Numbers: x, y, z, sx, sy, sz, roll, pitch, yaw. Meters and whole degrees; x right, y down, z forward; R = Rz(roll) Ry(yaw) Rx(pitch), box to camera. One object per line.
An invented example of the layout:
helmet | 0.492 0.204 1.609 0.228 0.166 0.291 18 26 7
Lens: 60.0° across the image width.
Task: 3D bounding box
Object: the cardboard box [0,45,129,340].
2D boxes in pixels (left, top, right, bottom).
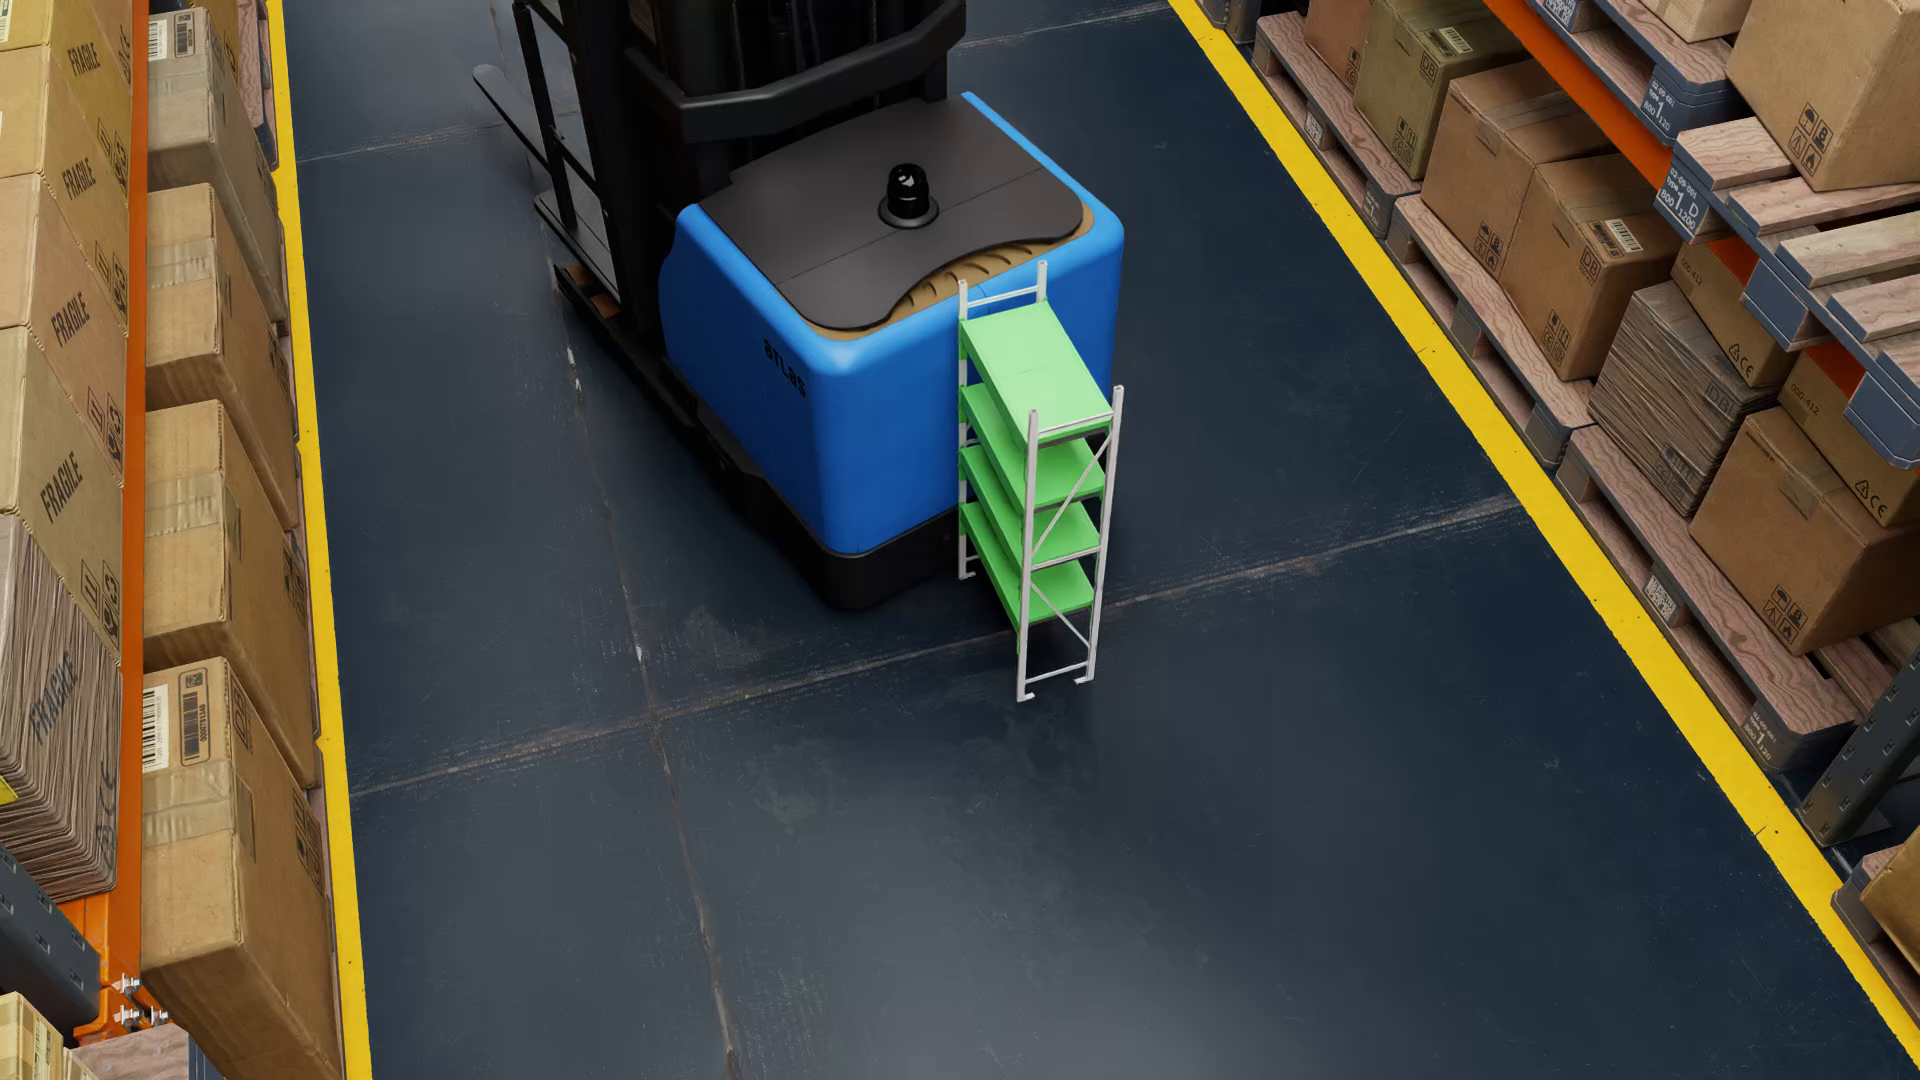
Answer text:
cardboard box | -2.284 -0.756 3.860 0.500 0.500 0.500 -14 51 -11

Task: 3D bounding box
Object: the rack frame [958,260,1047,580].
rack frame | 0.110 -0.299 4.717 0.240 1.200 0.015 -16 52 -13

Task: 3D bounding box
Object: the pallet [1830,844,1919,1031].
pallet | 2.967 1.213 4.090 1.003 0.211 1.213 -13 51 -11

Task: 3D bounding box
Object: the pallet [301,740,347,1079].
pallet | -2.123 1.074 4.206 1.003 0.211 1.213 -13 51 -11

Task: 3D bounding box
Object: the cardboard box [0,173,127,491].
cardboard box | -2.139 -0.392 3.553 0.500 0.500 0.500 -13 51 -11

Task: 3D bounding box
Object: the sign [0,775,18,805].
sign | -1.446 0.291 2.337 0.100 0.325 0.005 -13 51 -11

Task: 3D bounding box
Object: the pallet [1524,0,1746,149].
pallet | 2.182 -1.654 4.808 1.003 0.211 1.213 -13 51 -11

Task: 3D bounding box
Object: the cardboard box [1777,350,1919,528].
cardboard box | 2.579 -0.339 4.431 0.500 0.250 0.500 -11 51 -9

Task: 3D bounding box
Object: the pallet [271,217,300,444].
pallet | -2.845 -0.708 5.708 1.003 0.211 1.213 -13 51 -11

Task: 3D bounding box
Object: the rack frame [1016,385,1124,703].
rack frame | 0.278 0.051 4.422 0.240 1.200 0.015 -16 52 -13

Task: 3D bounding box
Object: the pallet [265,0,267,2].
pallet | -3.659 -2.720 7.405 1.003 0.211 1.213 -13 51 -11

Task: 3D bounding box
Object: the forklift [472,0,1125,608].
forklift | -0.776 -1.841 4.885 1.130 2.935 3.031 -28 55 -22

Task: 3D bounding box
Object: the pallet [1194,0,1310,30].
pallet | 1.391 -2.784 7.459 1.003 0.211 1.213 -13 51 -11

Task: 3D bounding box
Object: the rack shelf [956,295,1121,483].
rack shelf | 0.194 -0.392 4.252 0.258 0.148 0.480 -16 52 -13

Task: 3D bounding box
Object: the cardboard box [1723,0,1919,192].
cardboard box | 2.348 -1.217 3.974 0.700 0.500 0.500 -7 50 -6

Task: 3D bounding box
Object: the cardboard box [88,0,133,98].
cardboard box | -2.586 -1.495 4.483 0.500 0.500 0.500 -14 51 -11

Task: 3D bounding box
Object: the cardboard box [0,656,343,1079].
cardboard box | -2.056 0.893 3.732 1.050 0.750 0.750 -14 51 -11

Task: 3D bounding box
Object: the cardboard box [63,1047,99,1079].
cardboard box | -1.381 0.876 2.245 0.380 0.149 0.250 -12 51 -10

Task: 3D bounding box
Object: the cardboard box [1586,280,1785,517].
cardboard box | 2.413 -0.502 5.059 0.700 0.500 0.500 -17 52 -14

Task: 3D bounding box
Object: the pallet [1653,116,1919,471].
pallet | 2.494 -0.714 4.015 1.213 0.211 1.003 -13 51 -11

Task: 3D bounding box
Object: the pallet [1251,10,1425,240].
pallet | 1.855 -1.733 6.573 1.003 0.211 1.213 -13 51 -11

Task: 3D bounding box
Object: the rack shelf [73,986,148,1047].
rack shelf | -1.370 2.461 1.684 1.077 0.370 4.000 -13 51 -11

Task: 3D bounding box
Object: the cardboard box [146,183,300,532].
cardboard box | -2.594 -0.425 4.843 1.050 0.750 0.750 -13 51 -11

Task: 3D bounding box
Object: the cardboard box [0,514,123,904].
cardboard box | -1.837 0.347 2.930 0.500 0.500 0.500 -13 51 -11

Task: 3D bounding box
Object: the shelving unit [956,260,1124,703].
shelving unit | 0.194 -0.124 4.570 0.258 1.200 0.503 -16 52 -13

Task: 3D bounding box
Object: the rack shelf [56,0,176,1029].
rack shelf | -2.553 -0.460 4.147 1.077 0.370 4.000 -13 51 -11

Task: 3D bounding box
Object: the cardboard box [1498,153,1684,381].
cardboard box | 2.238 -0.915 5.406 0.700 0.500 0.500 -9 51 -8

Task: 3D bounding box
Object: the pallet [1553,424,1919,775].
pallet | 2.576 0.049 5.071 1.003 0.211 1.213 -13 51 -11

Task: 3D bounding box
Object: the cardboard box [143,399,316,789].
cardboard box | -2.318 0.255 4.270 1.050 0.750 0.750 -13 51 -10

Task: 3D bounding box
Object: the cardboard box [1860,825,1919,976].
cardboard box | 2.990 0.779 3.746 1.225 0.875 0.875 -15 52 -13

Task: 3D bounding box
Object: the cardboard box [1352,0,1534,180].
cardboard box | 1.907 -1.731 6.094 0.700 0.500 0.500 -14 51 -11

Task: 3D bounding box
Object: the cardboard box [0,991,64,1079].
cardboard box | -1.379 0.777 2.134 0.380 0.149 0.250 -15 52 -12

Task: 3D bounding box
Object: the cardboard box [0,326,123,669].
cardboard box | -1.990 -0.023 3.242 0.500 0.500 0.500 -14 51 -11

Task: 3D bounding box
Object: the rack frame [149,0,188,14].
rack frame | -3.145 -2.153 5.103 1.000 3.000 0.127 -13 51 -11

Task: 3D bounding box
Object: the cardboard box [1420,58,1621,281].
cardboard box | 2.073 -1.322 5.750 0.700 0.500 0.500 -17 52 -14

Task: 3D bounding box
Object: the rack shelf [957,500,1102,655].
rack shelf | 0.194 0.072 4.802 0.258 0.148 0.480 -16 52 -13

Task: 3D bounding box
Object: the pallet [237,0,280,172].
pallet | -3.295 -1.827 6.652 1.003 0.211 1.213 -13 51 -11

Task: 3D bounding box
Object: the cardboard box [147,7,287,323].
cardboard box | -2.875 -1.130 5.438 1.050 0.750 0.750 -14 51 -11

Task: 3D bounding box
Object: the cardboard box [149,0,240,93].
cardboard box | -3.264 -2.079 6.155 0.875 0.875 0.875 -13 51 -10

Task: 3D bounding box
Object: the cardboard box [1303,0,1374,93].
cardboard box | 1.784 -2.083 6.392 0.700 0.500 0.500 -17 52 -14

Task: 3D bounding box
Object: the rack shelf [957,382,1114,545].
rack shelf | 0.194 -0.238 4.435 0.258 0.148 0.480 -16 52 -13

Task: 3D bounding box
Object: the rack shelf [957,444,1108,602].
rack shelf | 0.194 -0.083 4.619 0.258 0.148 0.480 -16 52 -13

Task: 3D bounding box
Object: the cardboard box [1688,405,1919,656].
cardboard box | 2.589 -0.100 4.720 0.700 0.500 0.500 -16 52 -13

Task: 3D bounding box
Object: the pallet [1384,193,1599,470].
pallet | 2.219 -0.841 5.821 1.003 0.211 1.213 -13 51 -11

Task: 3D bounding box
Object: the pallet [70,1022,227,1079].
pallet | -1.649 1.327 2.295 1.213 0.211 1.003 -13 51 -11

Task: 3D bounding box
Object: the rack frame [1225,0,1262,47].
rack frame | 1.623 -3.201 5.986 1.000 3.000 0.127 -13 51 -11

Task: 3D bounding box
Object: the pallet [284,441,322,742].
pallet | -2.480 0.185 4.956 1.003 0.211 1.213 -13 51 -11

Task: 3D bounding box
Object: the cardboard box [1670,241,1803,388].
cardboard box | 2.413 -0.725 4.756 0.500 0.250 0.500 -8 50 -7

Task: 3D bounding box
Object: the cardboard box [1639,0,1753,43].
cardboard box | 2.055 -1.528 4.389 0.396 0.266 0.258 -15 51 -12

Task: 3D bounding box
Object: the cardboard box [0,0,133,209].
cardboard box | -2.436 -1.126 4.172 0.500 0.500 0.500 -13 51 -11

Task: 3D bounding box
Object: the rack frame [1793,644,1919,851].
rack frame | 2.806 -0.279 3.523 1.000 3.000 0.127 -13 51 -11
